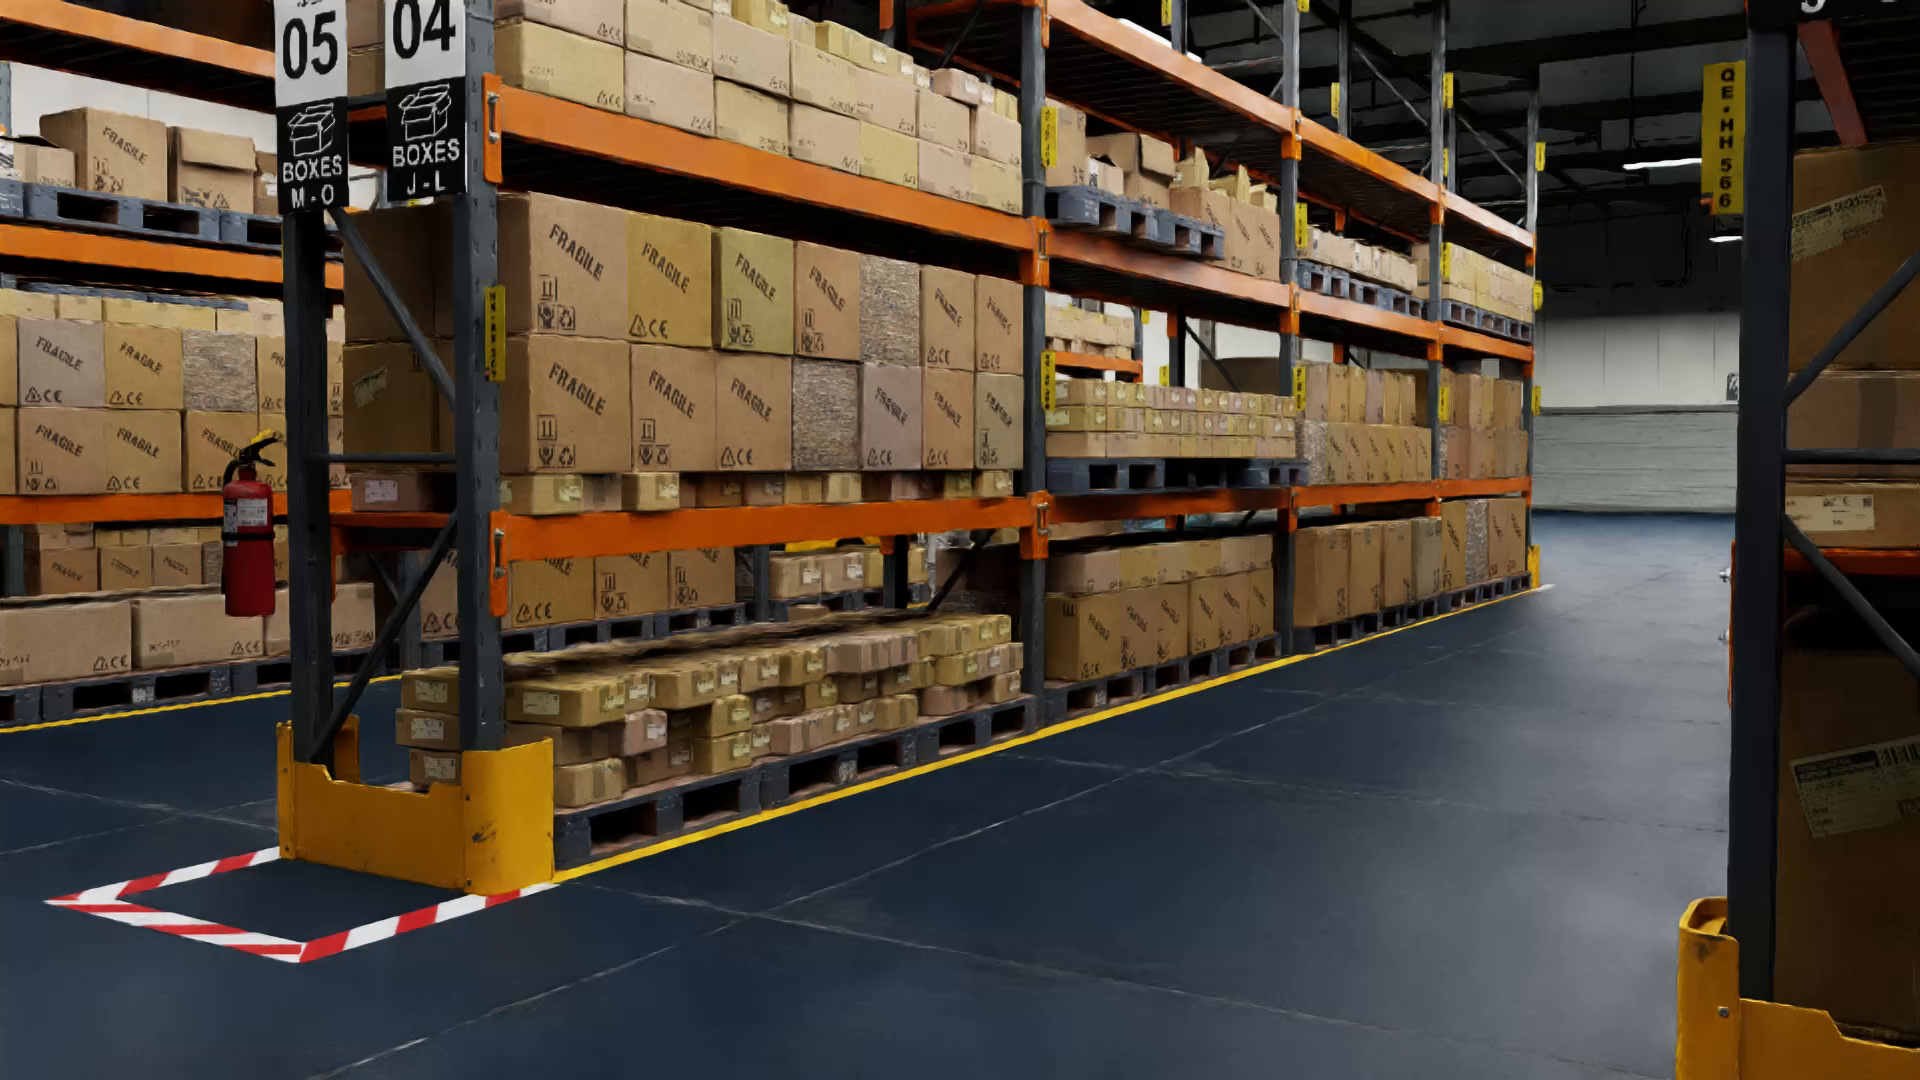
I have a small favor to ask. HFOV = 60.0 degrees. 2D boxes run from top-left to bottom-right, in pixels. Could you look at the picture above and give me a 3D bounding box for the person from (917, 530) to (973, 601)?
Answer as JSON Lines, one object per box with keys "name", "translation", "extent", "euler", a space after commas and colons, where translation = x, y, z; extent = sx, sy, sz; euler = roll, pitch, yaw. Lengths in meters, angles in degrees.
{"name": "person", "translation": [-0.113, -0.100, 14.051], "extent": [0.622, 1.791, 0.414], "euler": [-3, 4, -43]}
